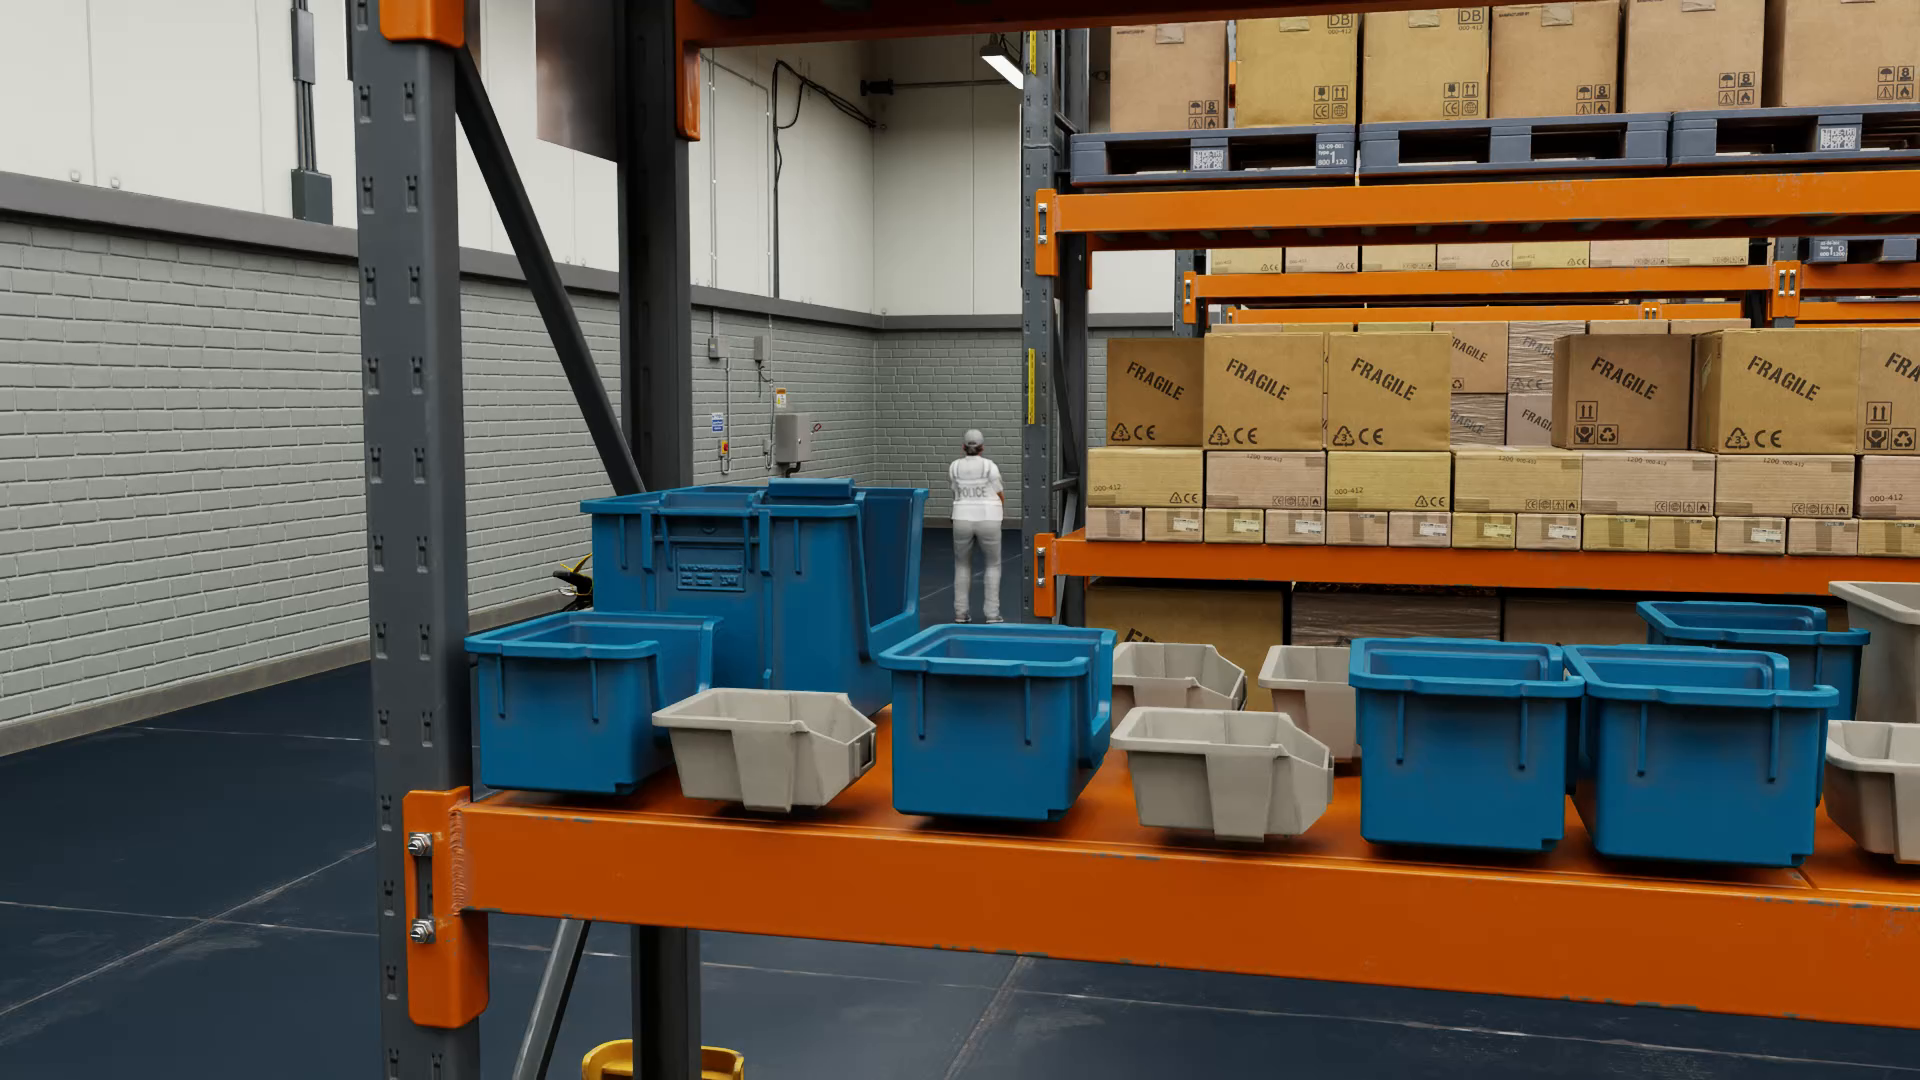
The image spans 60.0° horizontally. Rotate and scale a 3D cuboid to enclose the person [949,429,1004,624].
[{"bbox_3d":[0.158,-0.119,14.205,0.454,1.655,0.535,1,5,15],"label":"person"}]
